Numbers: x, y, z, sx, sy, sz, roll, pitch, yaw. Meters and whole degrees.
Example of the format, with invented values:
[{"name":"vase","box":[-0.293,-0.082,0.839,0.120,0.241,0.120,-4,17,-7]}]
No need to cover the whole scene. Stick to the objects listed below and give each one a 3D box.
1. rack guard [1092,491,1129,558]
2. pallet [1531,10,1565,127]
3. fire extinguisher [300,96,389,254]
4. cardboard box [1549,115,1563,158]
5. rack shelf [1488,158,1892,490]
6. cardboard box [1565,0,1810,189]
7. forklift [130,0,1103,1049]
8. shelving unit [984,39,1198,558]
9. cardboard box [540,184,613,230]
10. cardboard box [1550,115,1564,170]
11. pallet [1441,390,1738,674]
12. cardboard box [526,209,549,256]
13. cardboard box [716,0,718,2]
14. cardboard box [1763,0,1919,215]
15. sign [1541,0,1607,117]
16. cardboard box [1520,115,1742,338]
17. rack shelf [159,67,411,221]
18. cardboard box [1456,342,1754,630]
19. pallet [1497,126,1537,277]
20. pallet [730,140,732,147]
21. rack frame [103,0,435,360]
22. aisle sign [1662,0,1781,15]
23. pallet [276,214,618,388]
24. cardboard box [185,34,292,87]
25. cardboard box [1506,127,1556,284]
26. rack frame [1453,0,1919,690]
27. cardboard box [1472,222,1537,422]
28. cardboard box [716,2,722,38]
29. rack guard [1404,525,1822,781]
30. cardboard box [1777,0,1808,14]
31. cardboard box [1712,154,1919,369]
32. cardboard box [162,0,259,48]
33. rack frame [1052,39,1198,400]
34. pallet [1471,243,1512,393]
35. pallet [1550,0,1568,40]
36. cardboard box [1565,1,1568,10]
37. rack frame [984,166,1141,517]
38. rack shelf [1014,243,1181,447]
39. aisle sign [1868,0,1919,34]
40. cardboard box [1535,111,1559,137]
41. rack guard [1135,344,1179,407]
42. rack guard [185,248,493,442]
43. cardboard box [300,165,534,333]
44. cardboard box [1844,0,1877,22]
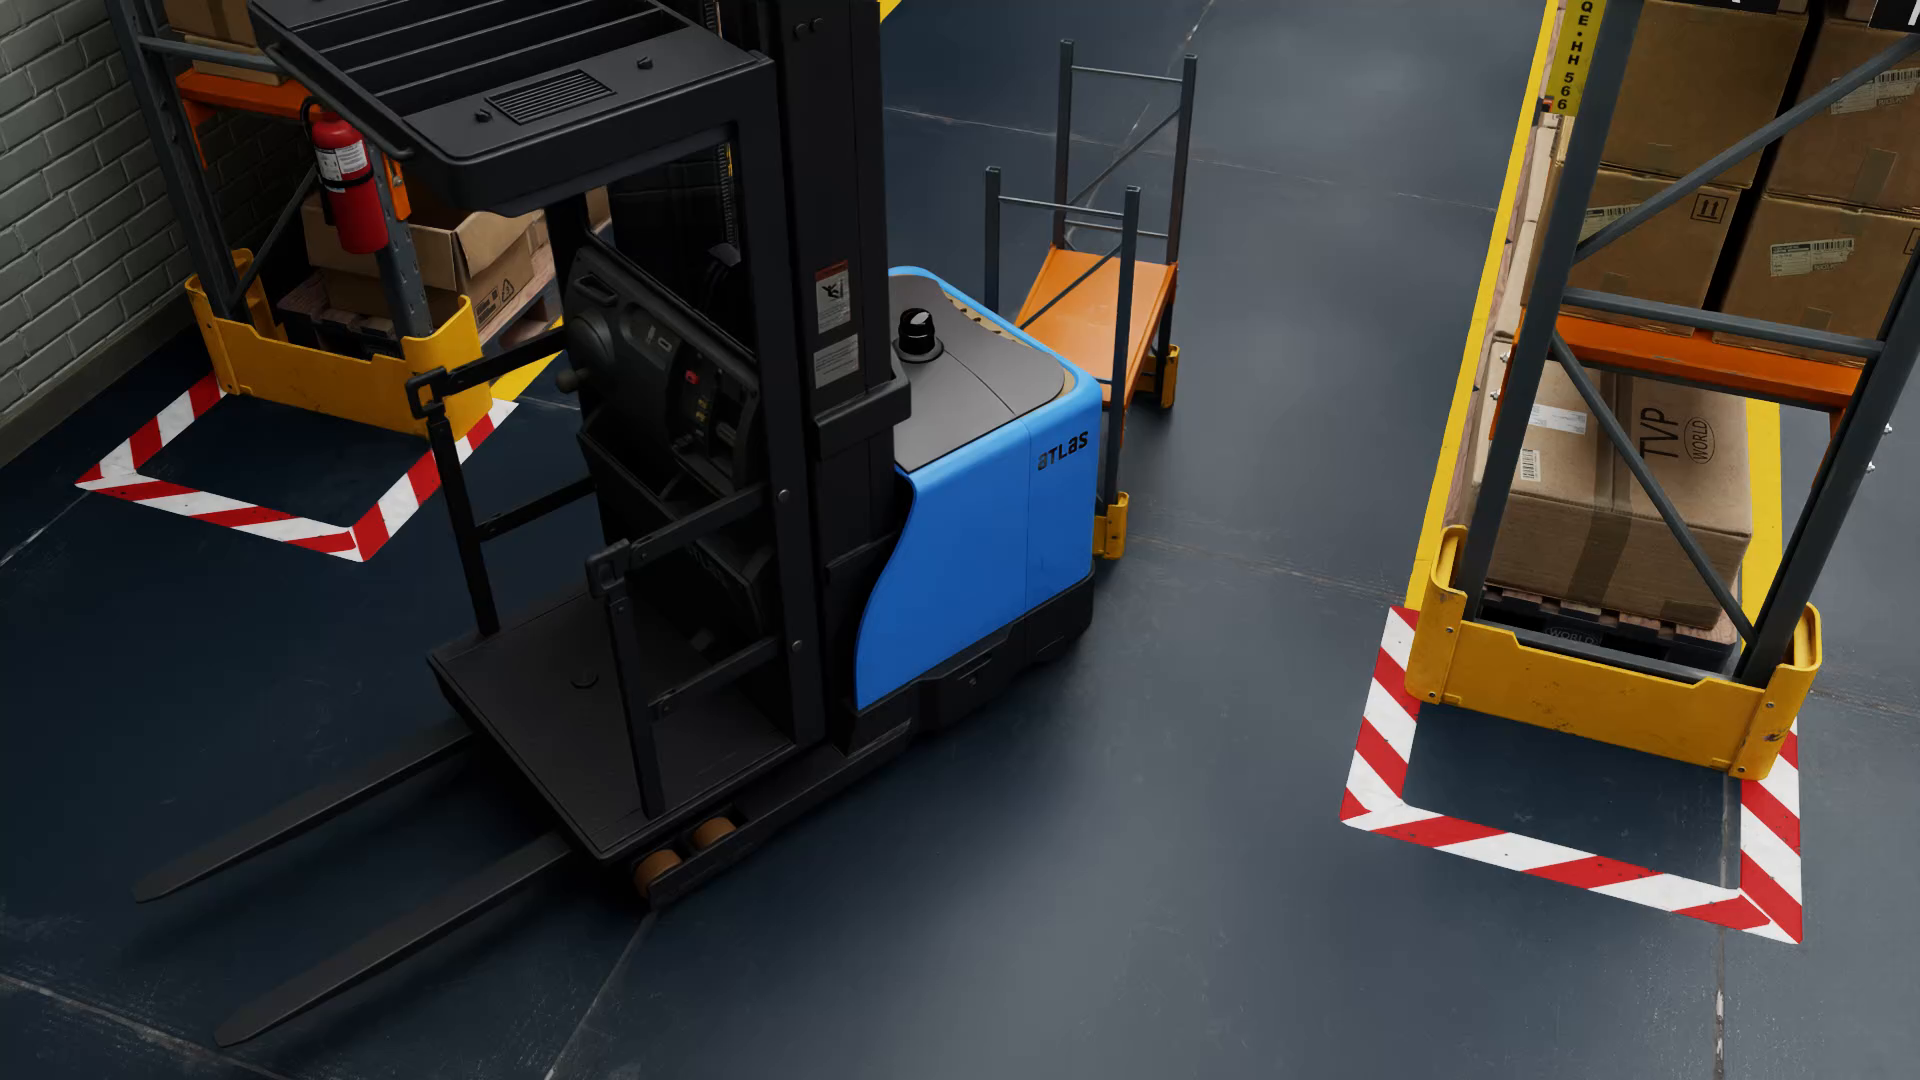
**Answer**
[{"name":"rack guard","box":[0.326,-0.103,6.178,0.587,0.250,0.087,11,42,12]},{"name":"pallet","box":[3.672,-2.470,8.982,1.003,0.211,1.213,13,42,15]},{"name":"fire extinguisher","box":[-2.171,-1.339,5.856,0.296,0.674,0.183,13,42,15]},{"name":"cardboard box","box":[2.380,-1.613,5.753,0.500,0.500,0.500,14,43,16]},{"name":"rack shelf","box":[2.795,-1.550,6.309,1.077,0.370,4.000,13,42,15]},{"name":"cardboard box","box":[2.052,-1.369,4.696,0.500,0.500,0.500,15,43,16]},{"name":"forklift","box":[-0.991,-0.413,4.476,3.031,2.935,1.130,-29,48,-29]},{"name":"shelving unit","box":[0.466,-0.888,6.136,0.587,1.500,1.083,11,42,12]},{"name":"cardboard box","box":[-1.928,-1.776,7.623,0.700,0.500,0.500,15,43,17]},{"name":"cardboard box","box":[2.213,-1.297,5.382,0.500,0.500,0.500,12,42,14]},{"name":"pallet","box":[2.311,-0.048,6.143,1.003,0.211,1.213,13,42,15]},{"name":"cardboard box","box":[-2.075,-1.381,7.430,0.380,0.149,0.250,12,42,13]},{"name":"cardboard box","box":[-1.635,-2.929,9.120,0.500,0.311,0.500,15,43,17]},{"name":"cardboard box","box":[2.543,-1.251,4.558,0.500,0.500,0.500,12,42,14]},{"name":"sign","box":[1.606,-1.263,4.345,0.100,0.325,0.005,13,42,15]},{"name":"cardboard box","box":[2.027,-0.994,5.027,0.500,0.500,0.500,14,42,15]},{"name":"rack shelf","box":[-1.871,-2.649,7.598,1.077,0.370,4.000,13,42,15]},{"name":"cardboard box","box":[2.243,-0.213,5.839,0.875,0.438,0.875,12,42,14]},{"name":"pallet","box":[3.145,-1.536,7.888,1.003,0.211,1.213,13,42,15]},{"name":"pallet","box":[-1.838,-1.916,8.334,1.003,0.211,1.213,13,42,15]},{"name":"rack frame","box":[-2.555,-1.703,5.935,1.000,3.000,0.127,13,42,15]},{"name":"aisle sign","box":[1.795,-1.617,3.832,0.394,0.787,0.004,13,42,15]},{"name":"pallet","box":[-2.257,-1.175,7.464,1.003,0.211,1.213,13,42,15]},{"name":"cardboard box","box":[-2.694,-1.869,6.323,0.380,0.149,0.250,13,42,15]},{"name":"cardboard box","box":[2.858,-1.323,7.140,0.875,0.438,0.875,12,42,14]},{"name":"rack frame","box":[2.111,-0.603,4.646,1.000,3.000,0.127,13,42,15]},{"name":"cardboard box","box":[2.548,-0.773,6.496,0.875,0.438,0.875,14,43,16]},{"name":"cardboard box","box":[-1.573,-2.410,8.366,0.700,0.500,0.500,12,42,13]},{"name":"rack guard","box":[2.103,0.362,5.440,1.175,0.500,0.348,13,42,15]},{"name":"cardboard box","box":[2.046,-1.532,4.387,0.380,0.149,0.250,14,42,16]},{"name":"cardboard box","box":[2.545,-0.871,4.882,0.500,0.500,0.500,13,42,15]},{"name":"cardboard box","box":[-2.647,-2.098,6.285,0.500,0.250,0.500,14,43,16]},{"name":"rack frame","box":[0.612,-1.211,6.513,0.500,1.500,0.032,11,42,12]},{"name":"pallet","box":[2.730,-0.789,7.012,1.003,0.211,1.213,13,42,15]},{"name":"pallet","box":[4.087,-3.216,9.857,1.003,0.211,1.213,13,42,15]},{"name":"cardboard box","box":[3.917,-3.343,9.171,0.875,0.875,0.875,14,43,16]},{"name":"rack frame","box":[0.326,-0.577,5.771,0.500,1.500,0.032,11,42,12]},{"name":"rack shelf","box":[0.469,-0.757,6.259,0.538,0.185,1.000,11,42,12]},{"name":"aisle sign","box":[2.359,-1.484,3.676,0.394,0.787,0.004,13,42,15]},{"name":"cardboard box","box":[3.163,-1.869,7.780,0.875,0.438,0.875,13,42,14]},{"name":"rack guard","box":[0.606,-0.723,6.905,0.587,0.250,0.087,11,42,12]},{"name":"rack guard","box":[-2.529,-0.798,6.800,1.175,0.500,0.348,13,42,15]},{"name":"cardboard box","box":[-2.257,-1.265,7.021,0.797,0.503,0.637,12,42,13]},{"name":"cardboard box","box":[2.493,-1.424,4.260,0.380,0.149,0.250,14,42,16]}]
